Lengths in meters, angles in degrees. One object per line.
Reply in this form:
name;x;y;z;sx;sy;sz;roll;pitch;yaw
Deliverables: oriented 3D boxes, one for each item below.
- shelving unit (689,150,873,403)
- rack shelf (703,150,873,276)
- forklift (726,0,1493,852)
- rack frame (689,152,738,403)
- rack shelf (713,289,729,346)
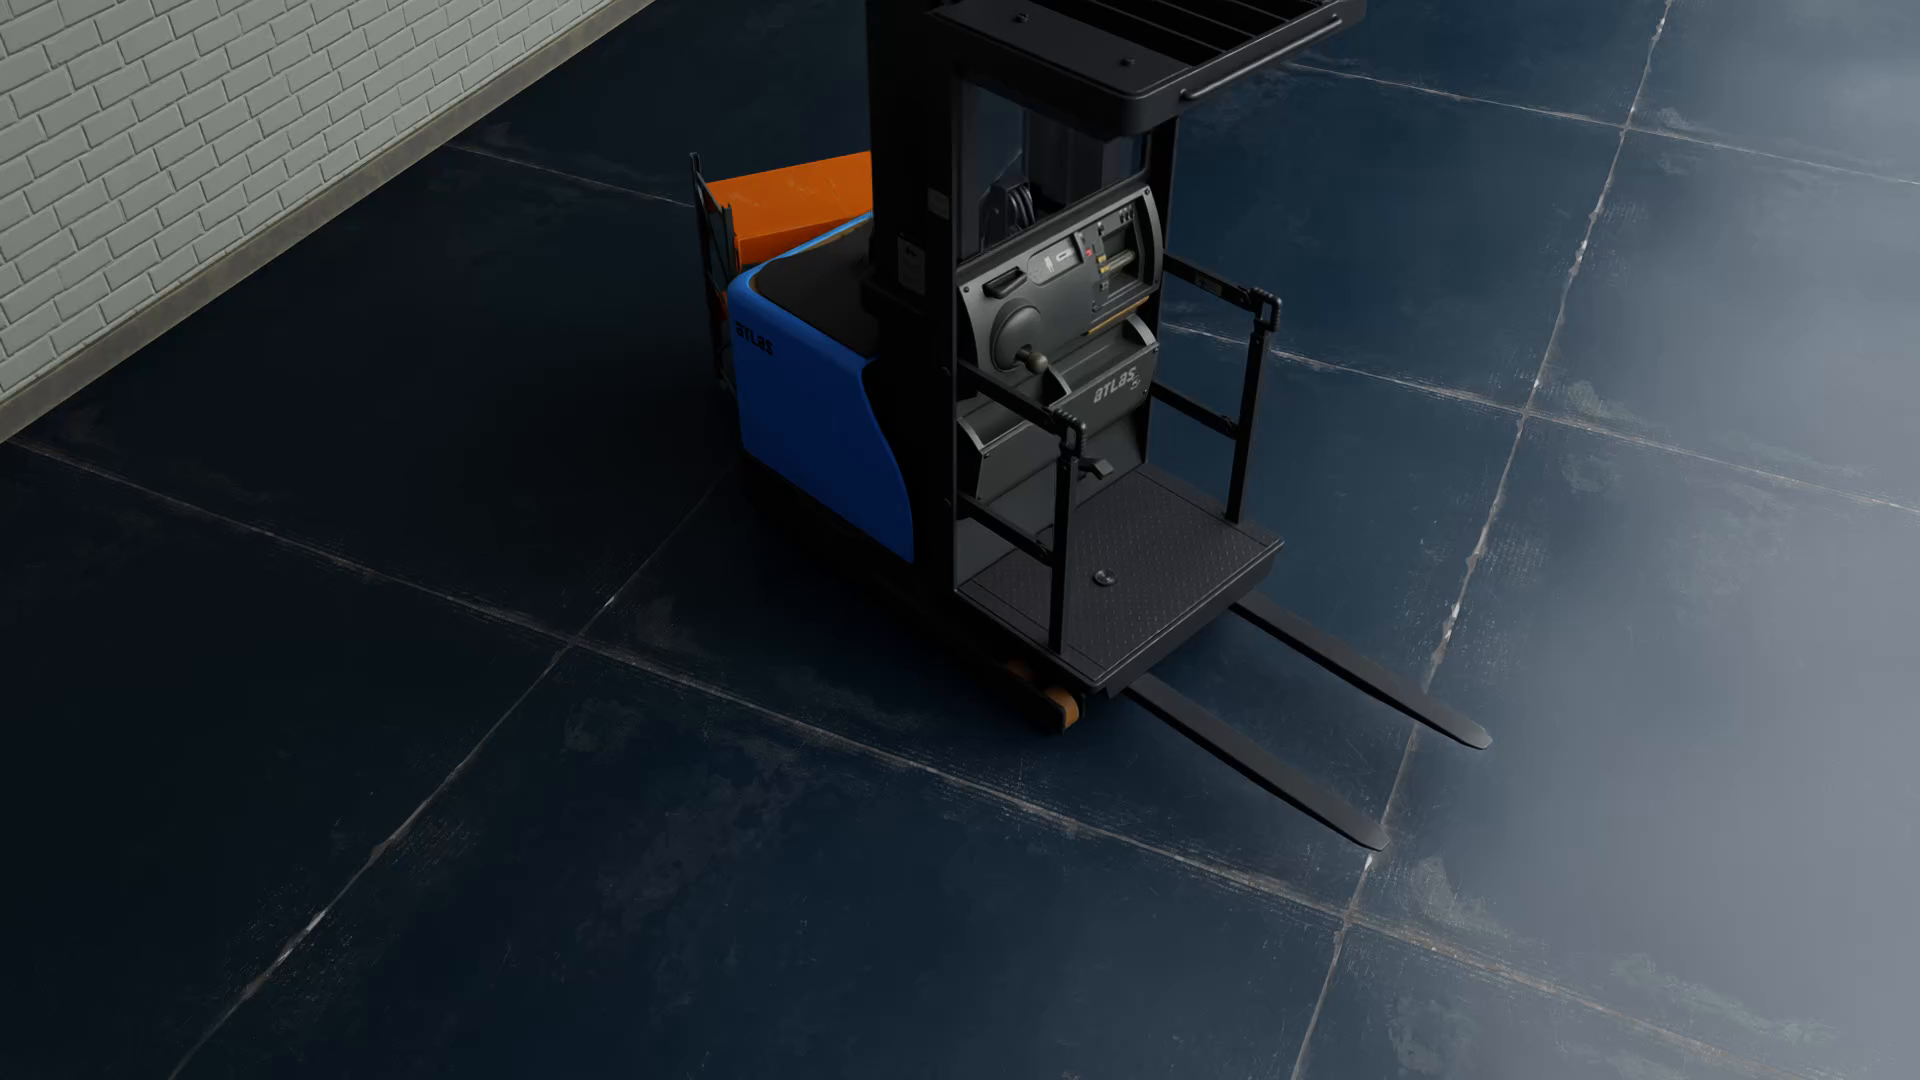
shelving unit;-0.541;-1.158;7.225;1.048;1.125;0.538;-16;43;-17
rack shelf;-0.541;-1.379;7.034;1.000;0.278;0.538;-16;43;-17
forklift;0.500;-0.808;5.444;1.130;2.935;3.031;-33;51;-32
rack frame;-1.008;-1.027;7.074;0.032;1.125;0.500;-16;43;-17
rack shelf;-0.541;-0.972;7.385;1.000;0.278;0.538;-16;43;-17
